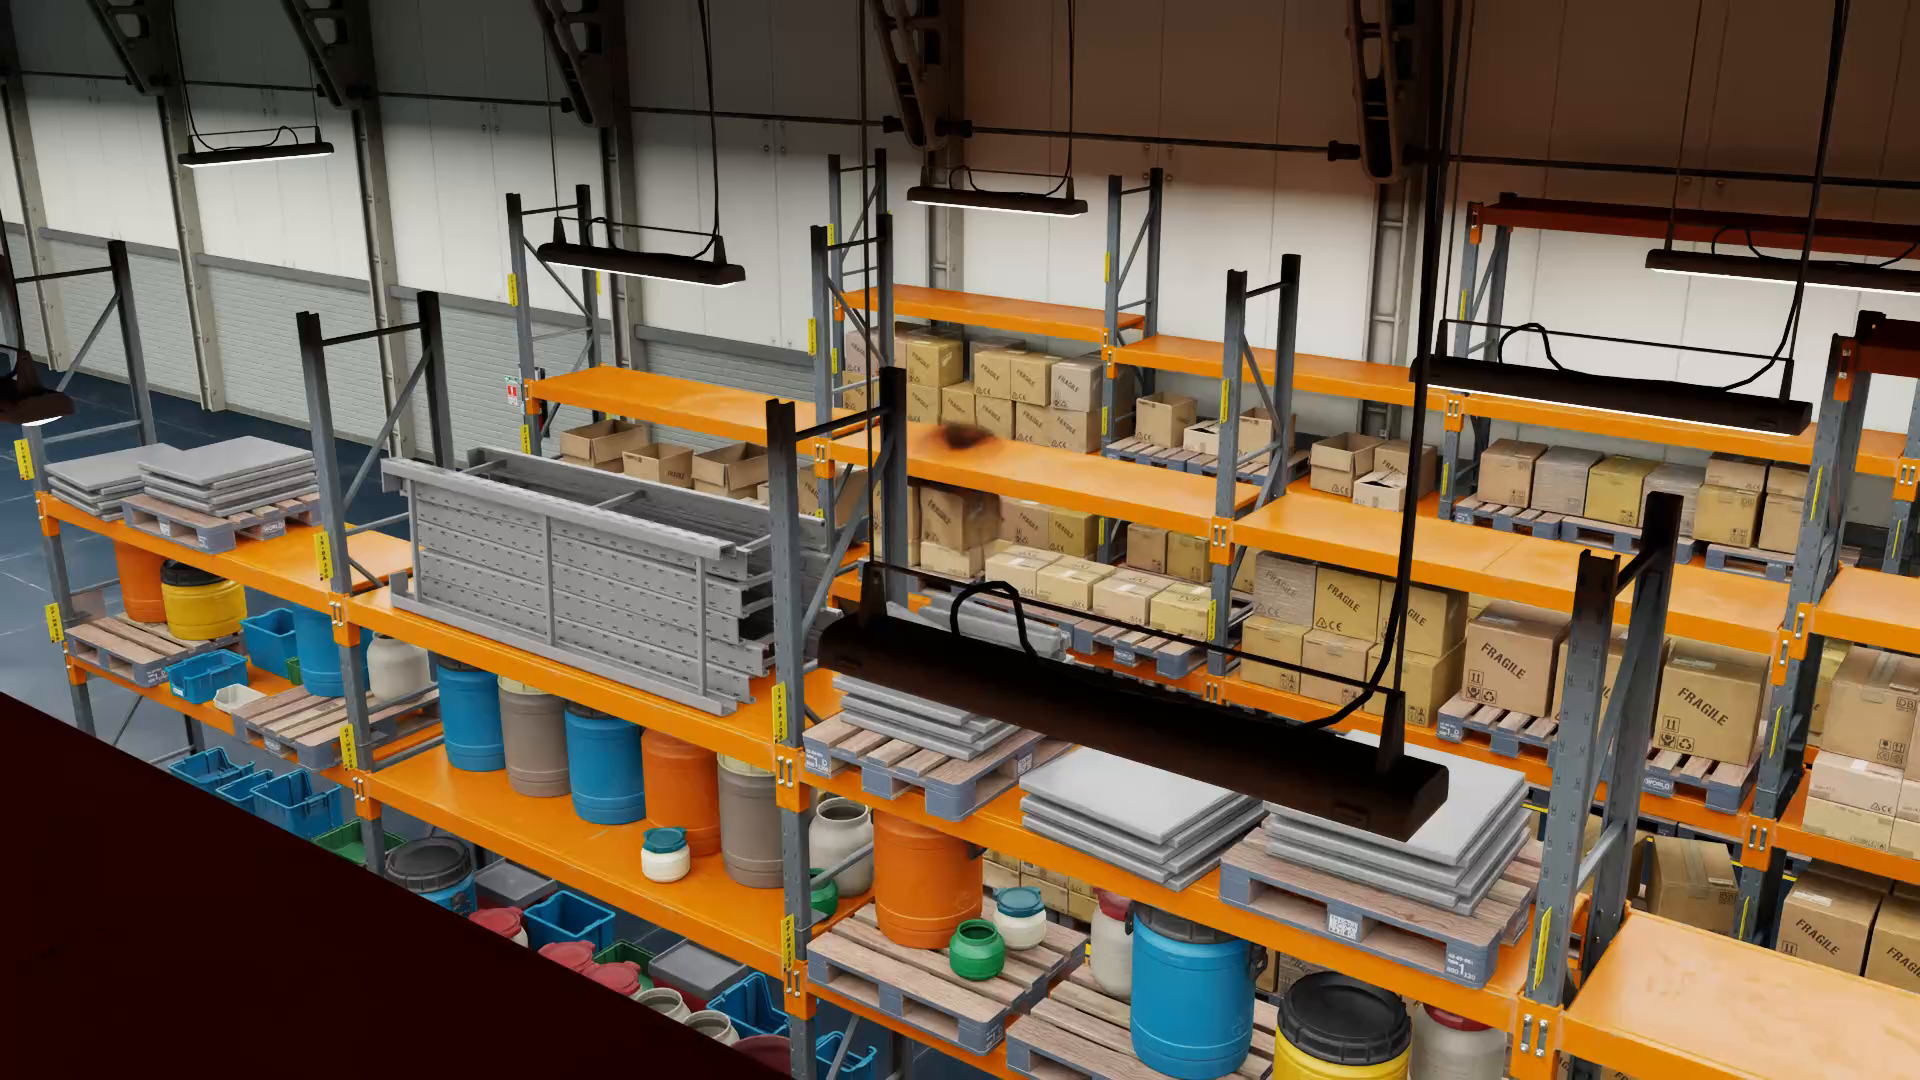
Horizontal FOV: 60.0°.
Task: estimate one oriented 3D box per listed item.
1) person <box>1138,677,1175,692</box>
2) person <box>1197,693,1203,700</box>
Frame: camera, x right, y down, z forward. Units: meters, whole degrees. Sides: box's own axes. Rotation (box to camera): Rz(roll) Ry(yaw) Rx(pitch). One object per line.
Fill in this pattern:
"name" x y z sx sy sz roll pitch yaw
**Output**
"person" 2.164 1.523 18.138 0.434 1.566 0.500 3 19 10
"person" 2.293 2.096 16.173 1.042 1.705 0.565 13 23 35
